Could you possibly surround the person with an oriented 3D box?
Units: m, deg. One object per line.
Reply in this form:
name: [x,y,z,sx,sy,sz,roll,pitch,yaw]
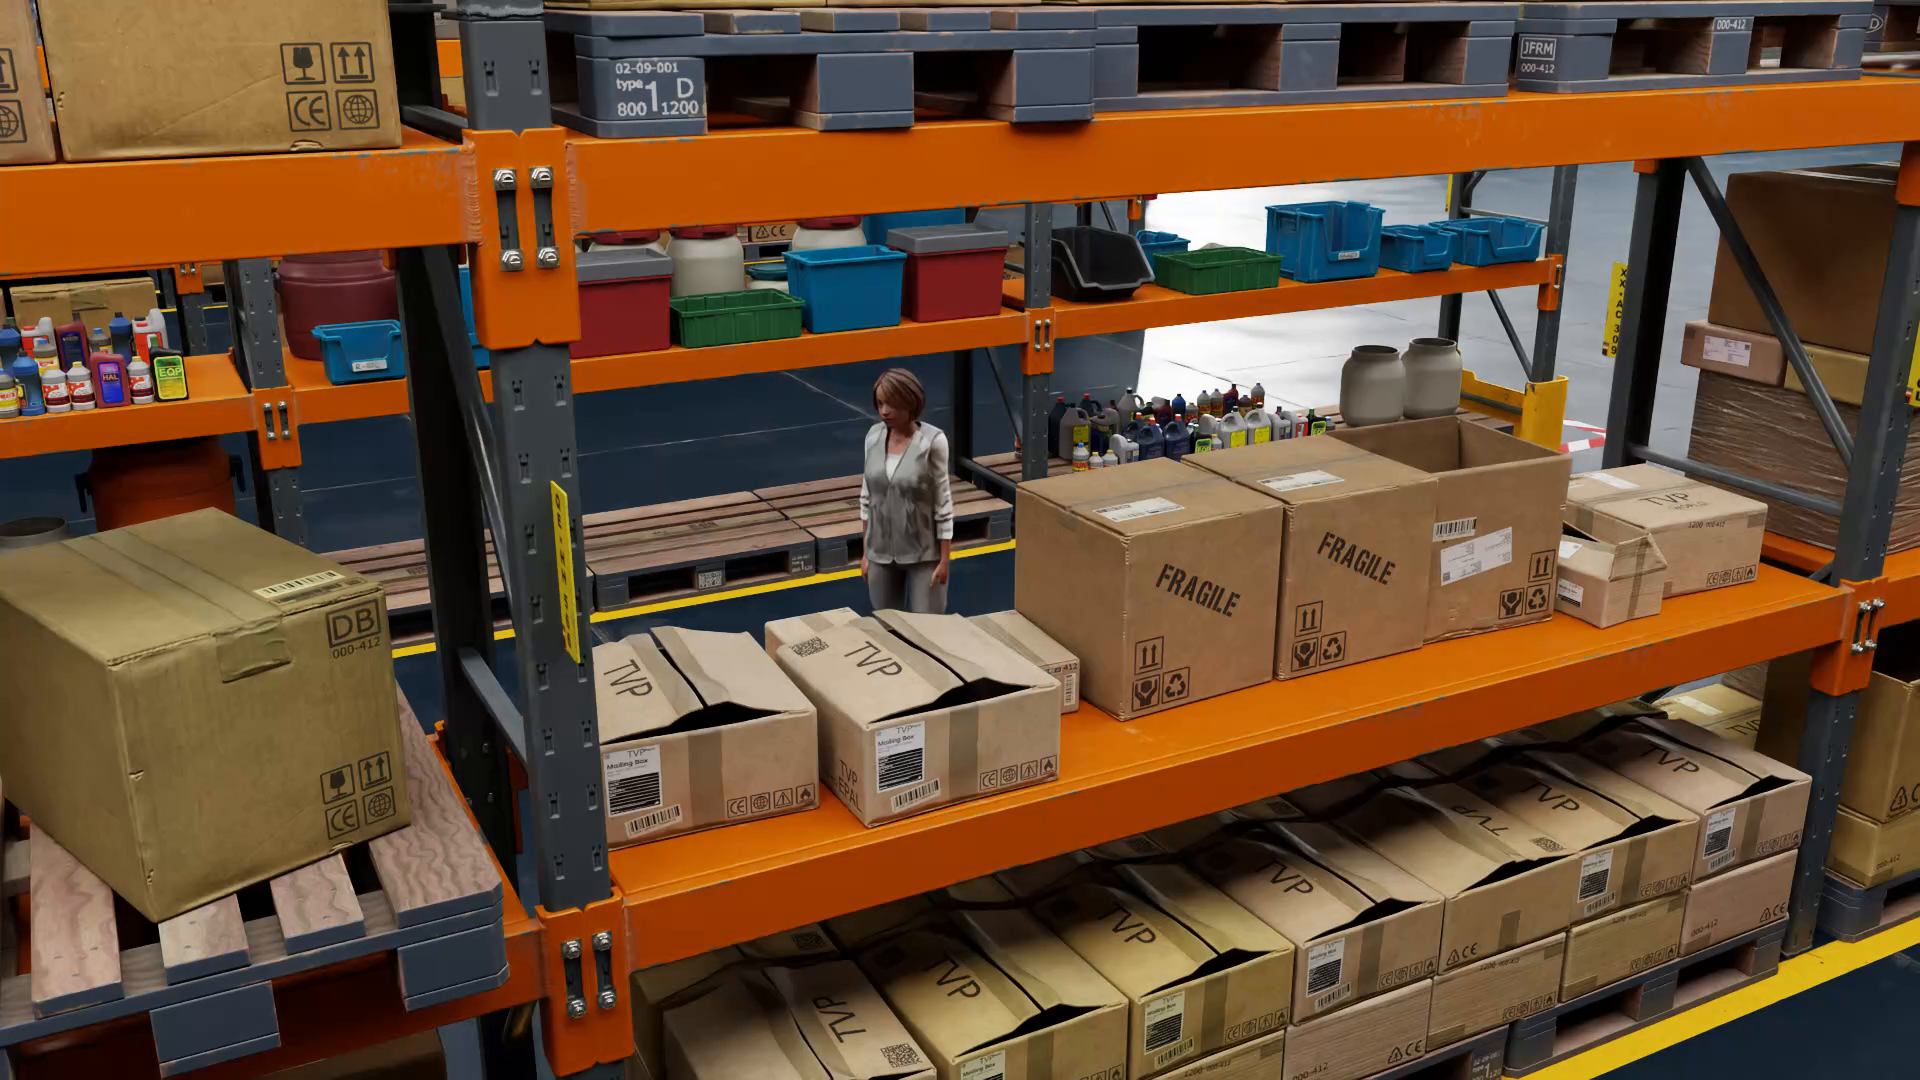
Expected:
person: [-0.219,0.079,6.810,0.435,1.598,0.419,7,20,21]
